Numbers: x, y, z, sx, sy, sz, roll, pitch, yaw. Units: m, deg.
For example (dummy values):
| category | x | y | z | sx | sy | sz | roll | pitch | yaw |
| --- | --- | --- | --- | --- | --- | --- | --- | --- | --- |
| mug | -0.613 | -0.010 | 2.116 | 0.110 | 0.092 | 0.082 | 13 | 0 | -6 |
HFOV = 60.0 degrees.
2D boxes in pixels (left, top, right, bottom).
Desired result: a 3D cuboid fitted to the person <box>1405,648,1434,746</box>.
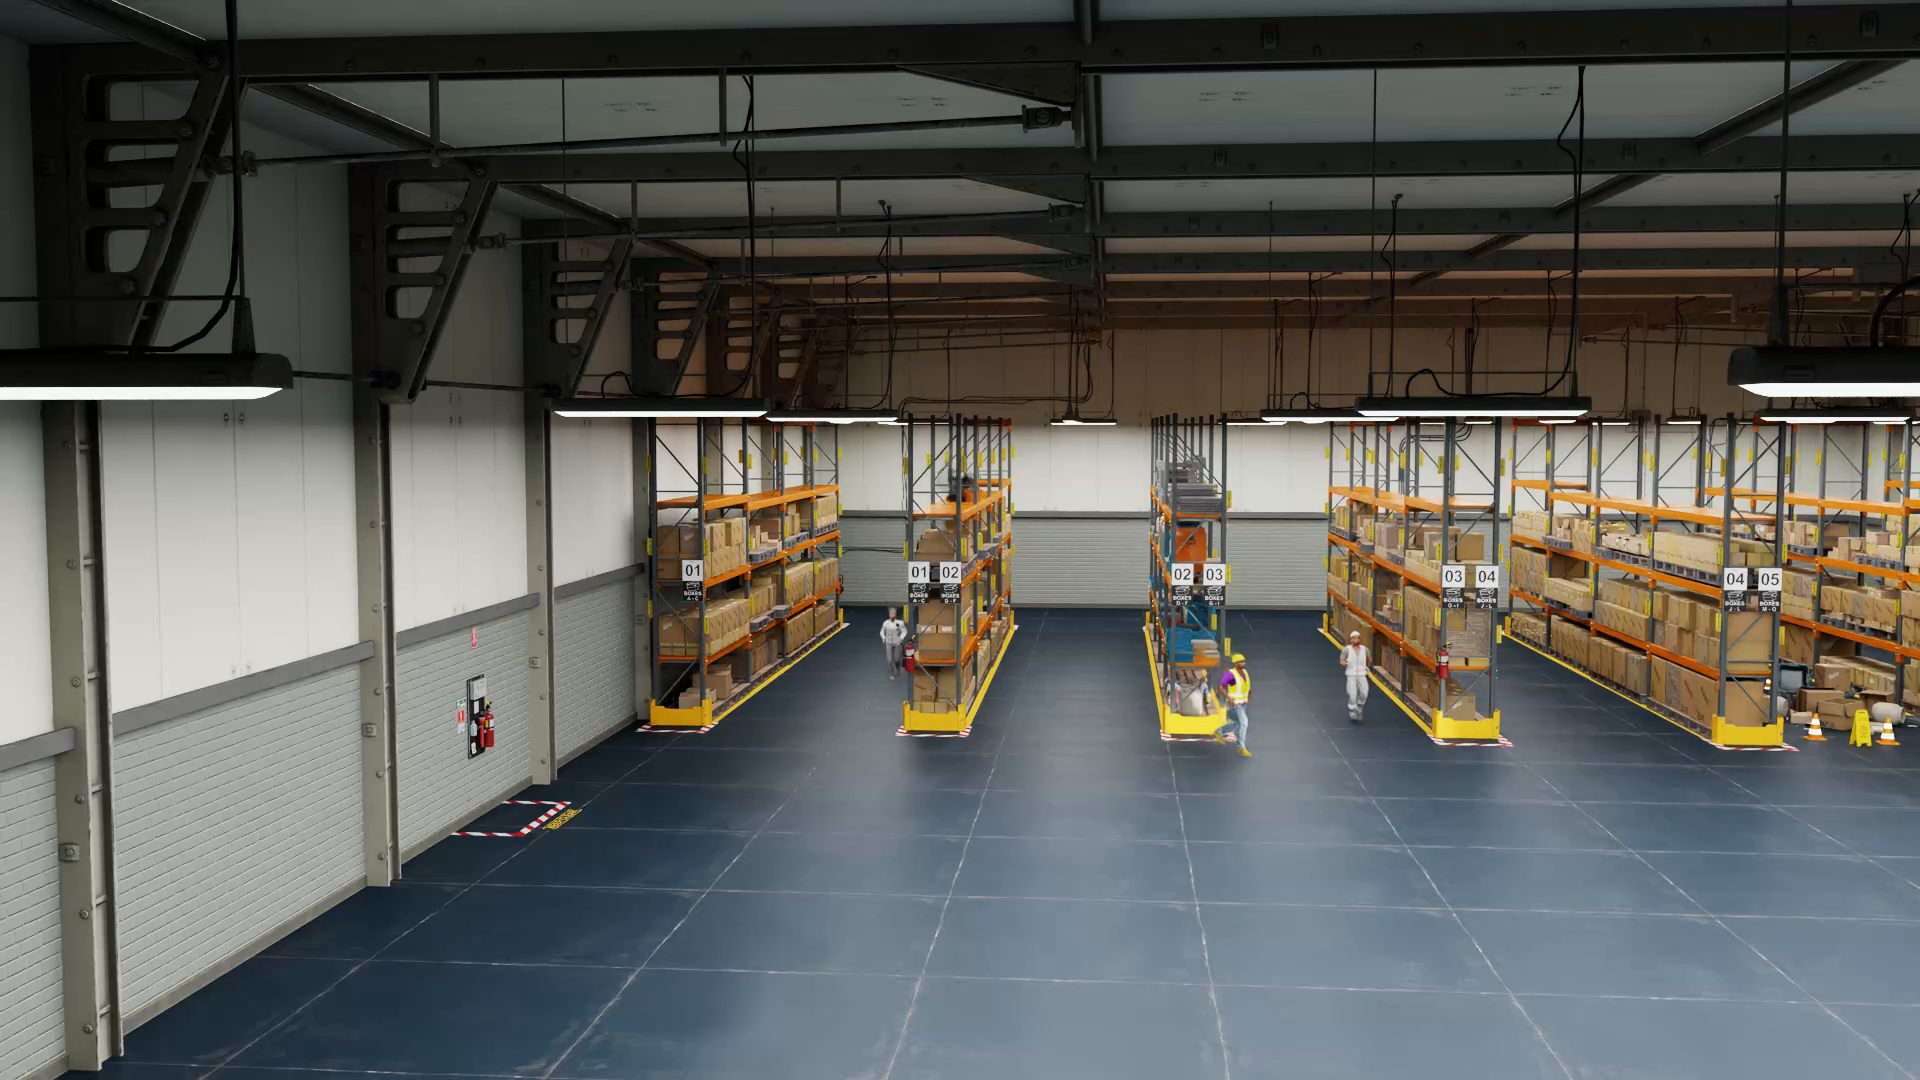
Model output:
| category | x | y | z | sx | sy | sz | roll | pitch | yaw |
| --- | --- | --- | --- | --- | --- | --- | --- | --- | --- |
| person | 8.314 | 2.828 | 30.194 | 0.680 | 1.744 | 0.654 | -2 | 4 | -31 |

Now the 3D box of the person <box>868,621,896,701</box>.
| category | x | y | z | sx | sy | sz | roll | pitch | yaw |
| --- | --- | --- | --- | --- | --- | --- | --- | --- | --- |
| person | -1.652 | 2.522 | 35.218 | 0.605 | 1.673 | 0.840 | 0 | 4 | -2 |

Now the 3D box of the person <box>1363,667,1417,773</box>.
| category | x | y | z | sx | sy | sz | roll | pitch | yaw |
| --- | --- | --- | --- | --- | --- | --- | --- | --- | --- |
| person | 7.209 | 2.985 | 27.787 | 0.892 | 1.750 | 0.688 | 2 | 5 | 33 |

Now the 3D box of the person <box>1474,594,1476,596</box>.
| category | x | y | z | sx | sy | sz | roll | pitch | yaw |
| --- | --- | --- | --- | --- | --- | --- | --- | --- | --- |
| person | 13.782 | 1.989 | 44.081 | 0.614 | 1.639 | 0.977 | 0 | 4 | -1 |
